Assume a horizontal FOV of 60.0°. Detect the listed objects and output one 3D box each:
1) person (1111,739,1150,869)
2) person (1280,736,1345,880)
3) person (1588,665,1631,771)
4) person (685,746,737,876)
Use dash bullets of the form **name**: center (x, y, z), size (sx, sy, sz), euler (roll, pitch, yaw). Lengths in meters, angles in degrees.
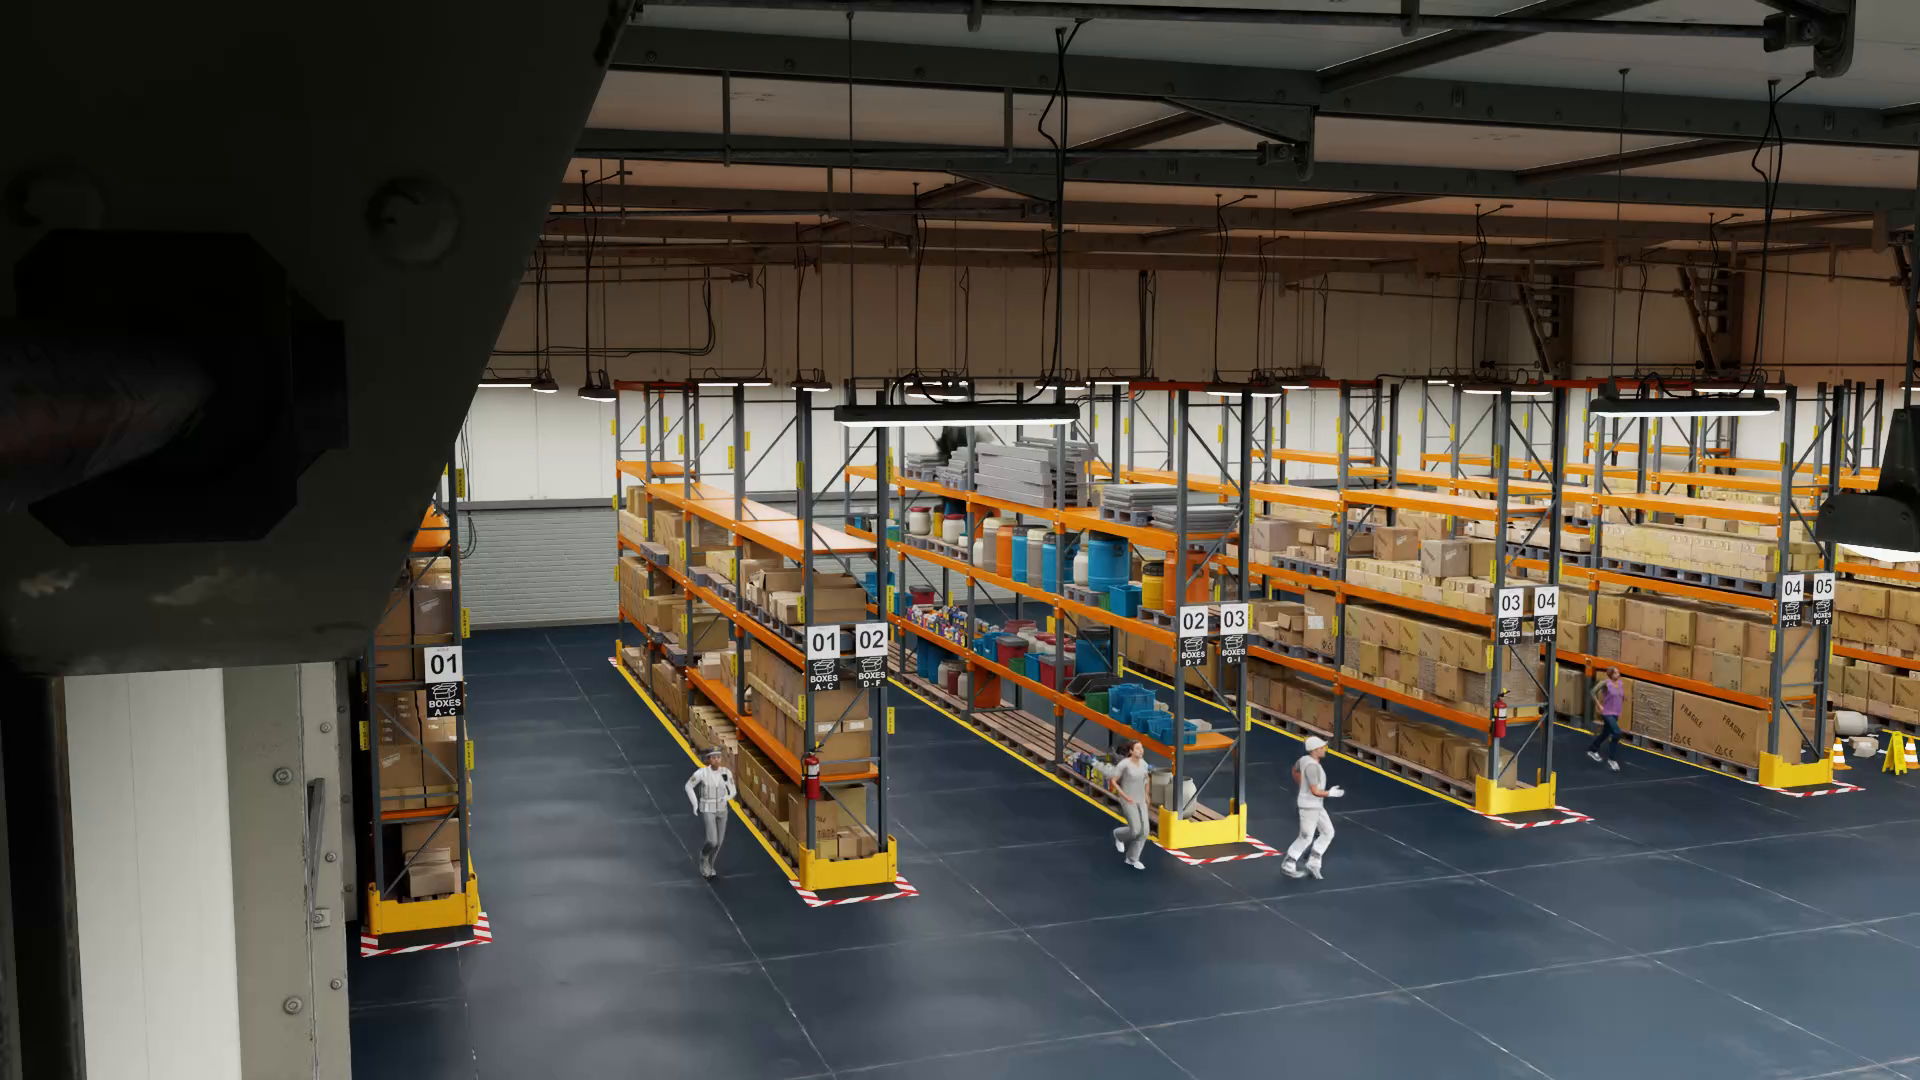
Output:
- **person**: center (2.169, 3.309, 21.061), size (0.588, 1.632, 0.562), euler (-4, 7, -31)
- **person**: center (4.327, 3.312, 20.395), size (0.749, 1.849, 0.685), euler (1, 6, 13)
- **person**: center (10.239, 2.781, 26.202), size (0.509, 1.647, 0.721), euler (-3, 7, -29)
- **person**: center (-3.019, 3.338, 20.429), size (0.587, 1.644, 0.593), euler (-3, 7, -28)
